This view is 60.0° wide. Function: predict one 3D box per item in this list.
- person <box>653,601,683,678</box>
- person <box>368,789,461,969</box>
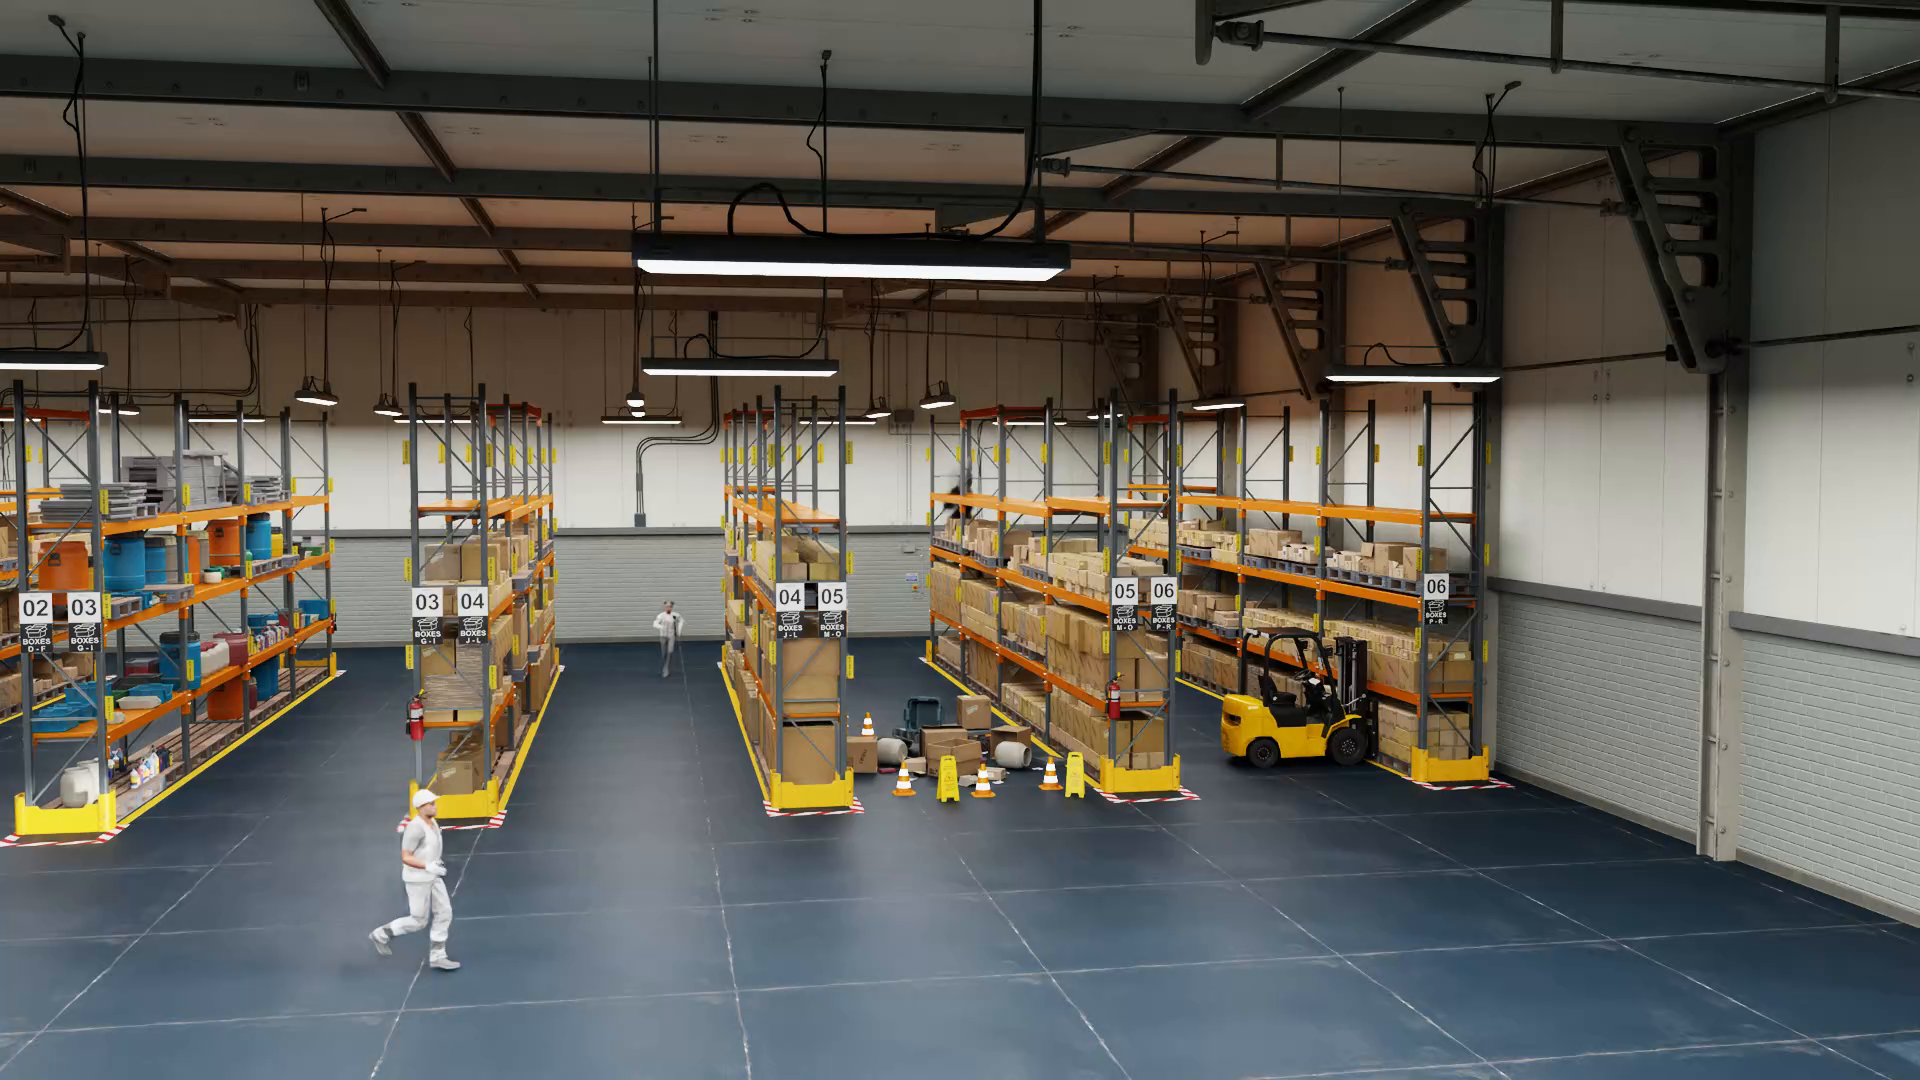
[{"bbox_3d":[-6.652,2.237,37.910,0.649,1.734,0.872,0,3,-3],"label":"person"},{"bbox_3d":[-5.303,3.300,16.185,0.873,1.758,0.628,0,3,5],"label":"person"}]
